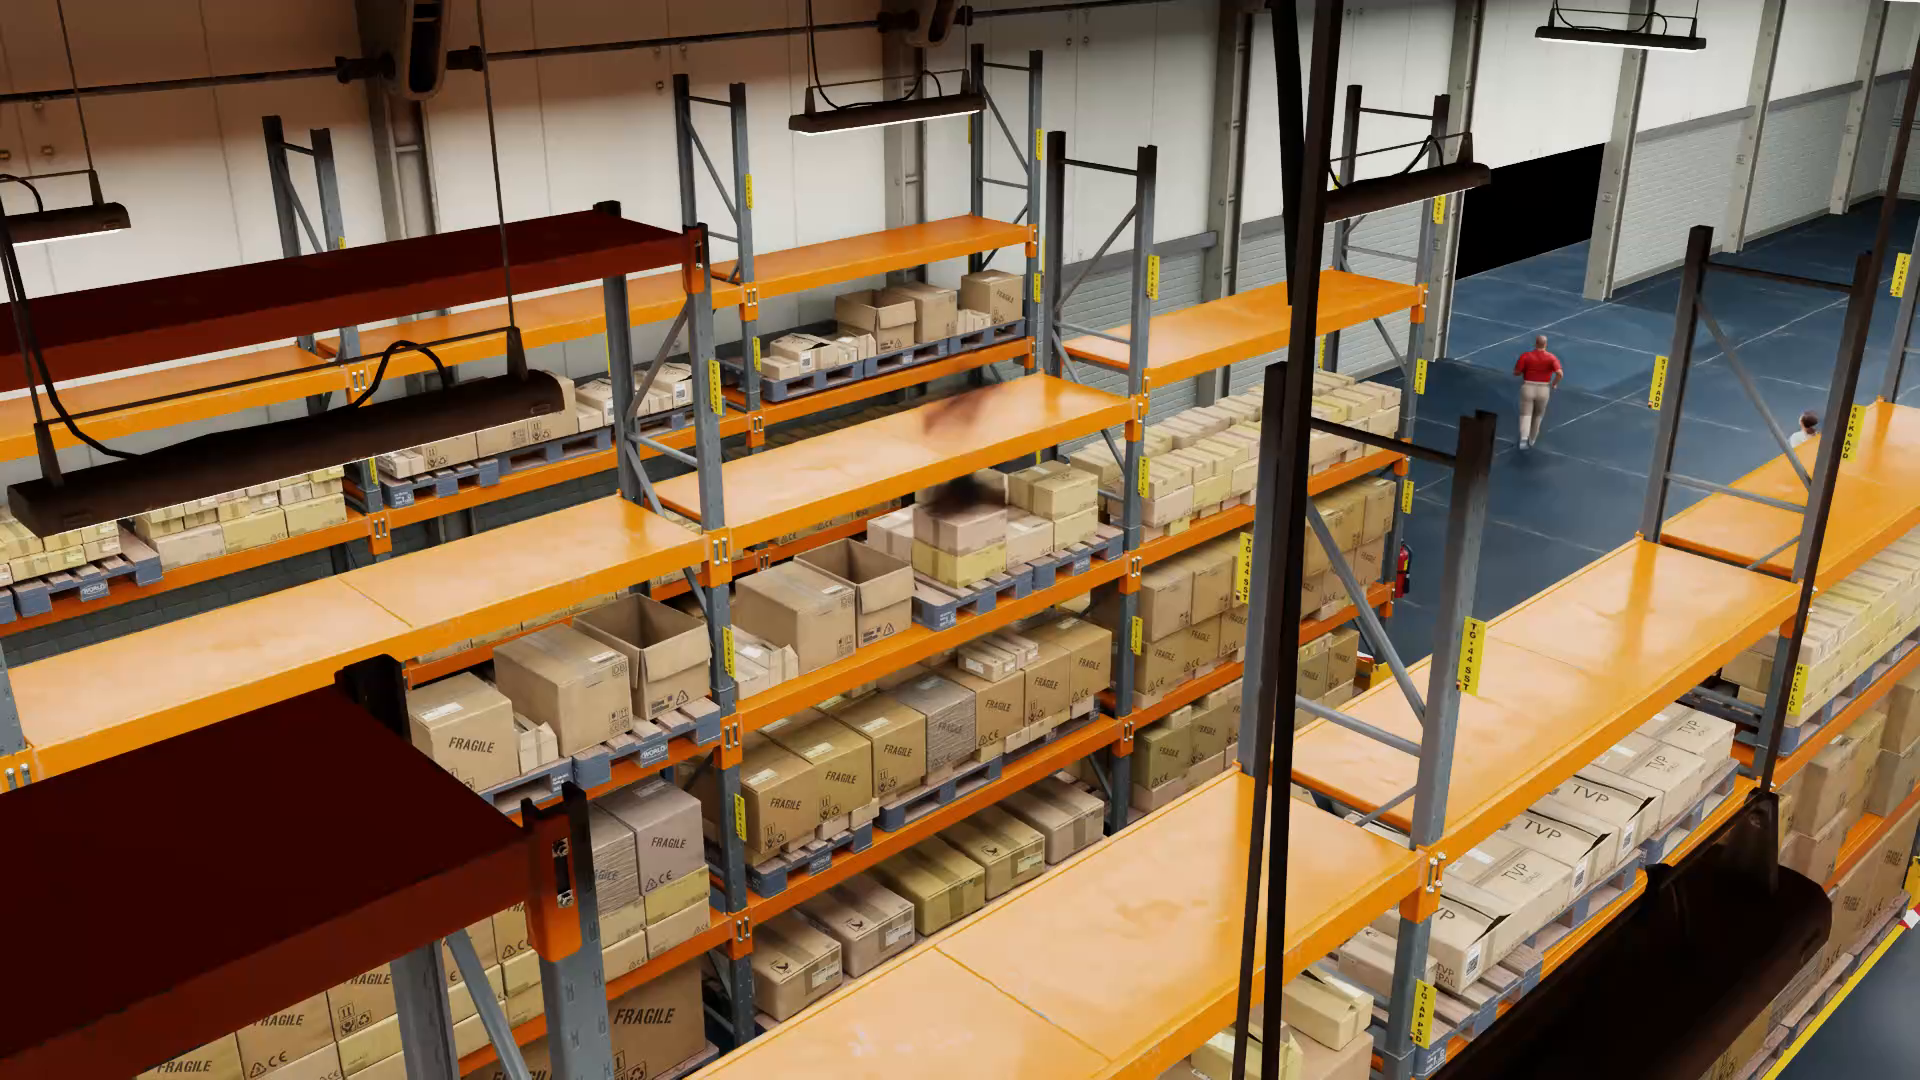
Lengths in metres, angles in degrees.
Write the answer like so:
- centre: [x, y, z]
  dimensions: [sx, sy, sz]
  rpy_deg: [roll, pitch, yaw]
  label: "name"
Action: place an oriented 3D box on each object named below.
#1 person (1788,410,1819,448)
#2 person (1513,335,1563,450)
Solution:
- centre: [10.413, -0.871, 20.799]
  dimensions: [0.534, 1.627, 0.548]
  rpy_deg: [-2, 23, -5]
  label: "person"
- centre: [8.164, -2.065, 23.624]
  dimensions: [0.664, 1.737, 0.951]
  rpy_deg: [7, 23, 16]
  label: "person"
